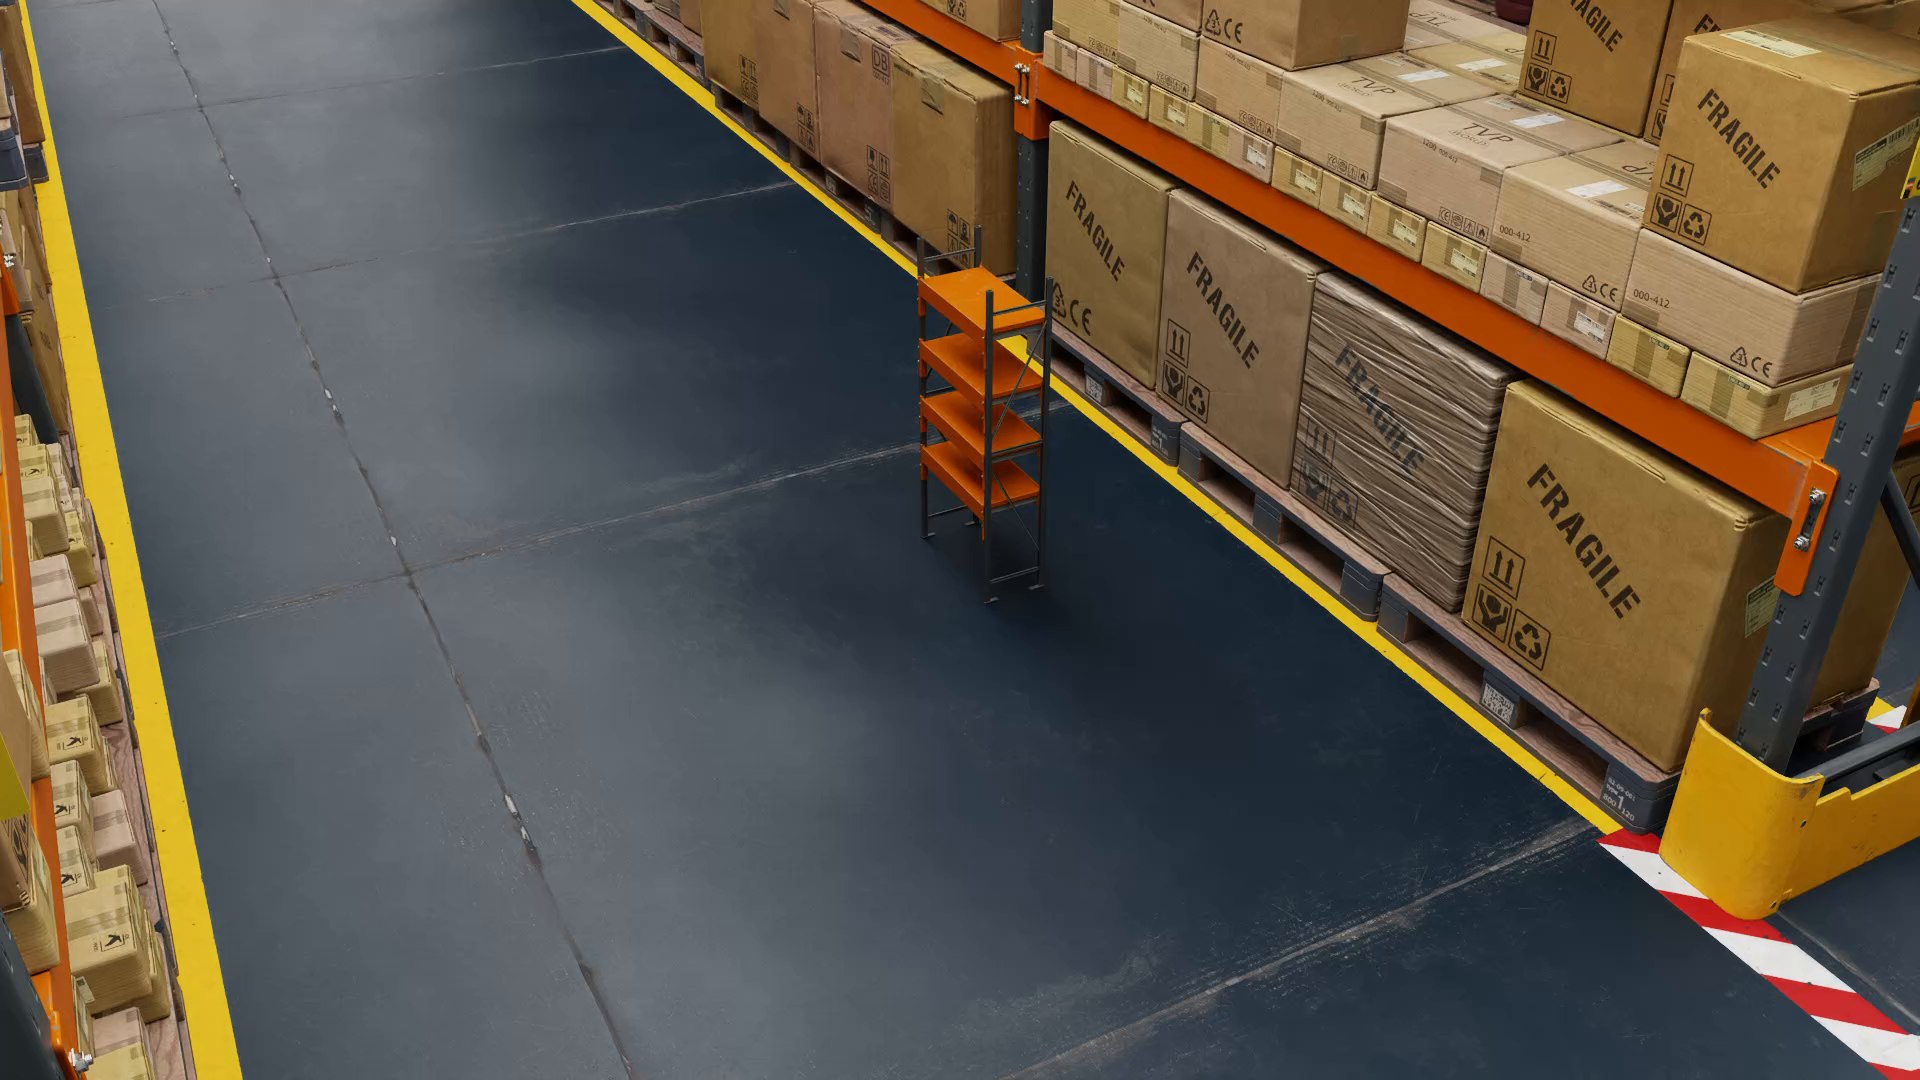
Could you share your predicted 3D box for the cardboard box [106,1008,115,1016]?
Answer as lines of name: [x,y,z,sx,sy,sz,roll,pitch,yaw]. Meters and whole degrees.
cardboard box: [-2.123,1.235,3.796,0.380,0.149,0.250,-15,36,-23]

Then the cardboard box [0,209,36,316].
cardboard box: [-3.821,-1.005,6.271,0.500,0.250,0.500,-18,37,-25]

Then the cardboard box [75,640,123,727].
cardboard box: [-2.743,0.473,4.985,0.380,0.149,0.250,-16,36,-23]

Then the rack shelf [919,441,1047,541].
rack shelf: [0.077,-0.202,5.946,0.258,0.148,0.480,-16,36,-23]

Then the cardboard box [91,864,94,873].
cardboard box: [-2.364,0.855,4.113,0.380,0.149,0.250,-18,37,-25]

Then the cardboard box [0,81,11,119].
cardboard box: [-3.487,-1.521,5.687,0.380,0.149,0.250,-18,37,-25]

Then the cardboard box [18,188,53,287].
cardboard box: [-4.537,-1.434,7.636,0.500,0.500,0.500,-18,37,-25]

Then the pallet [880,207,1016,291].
pallet: [0.298,-1.521,8.428,1.003,0.211,1.213,-16,36,-23]

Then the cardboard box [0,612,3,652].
cardboard box: [-2.082,0.063,3.003,0.500,0.500,0.500,-16,36,-23]

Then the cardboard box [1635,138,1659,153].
cardboard box: [2.357,-1.042,4.959,0.500,0.250,0.500,-16,36,-24]

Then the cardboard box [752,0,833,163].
cardboard box: [-0.428,-2.775,9.381,1.225,0.875,0.875,-16,36,-23]

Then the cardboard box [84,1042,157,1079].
cardboard box: [-1.789,1.200,3.298,0.380,0.149,0.250,-18,37,-25]

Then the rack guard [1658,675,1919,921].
rack guard: [2.601,0.627,4.807,1.175,0.500,0.348,-16,36,-23]

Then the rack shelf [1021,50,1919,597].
rack shelf: [1.657,-1.088,5.835,1.077,0.370,4.000,-16,36,-23]

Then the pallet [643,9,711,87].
pallet: [-1.503,-3.454,11.445,1.003,0.211,1.213,-16,36,-23]

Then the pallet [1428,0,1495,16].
pallet: [3.646,-3.960,12.236,1.003,0.211,1.213,-16,36,-23]

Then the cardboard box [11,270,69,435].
cardboard box: [-3.820,-0.690,6.474,0.500,0.500,0.500,-14,35,-21]

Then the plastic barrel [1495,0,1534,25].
plastic barrel: [4.011,-3.894,11.393,0.600,0.588,0.708,-16,36,-23]

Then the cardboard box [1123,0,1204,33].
cardboard box: [0.945,-2.194,6.061,0.500,0.500,0.500,-16,36,-23]

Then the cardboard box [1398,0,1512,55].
cardboard box: [1.644,-1.773,6.100,0.500,0.250,0.500,-15,36,-22]

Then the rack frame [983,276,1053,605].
rack frame: [0.191,-0.310,5.621,0.240,1.200,0.015,-16,36,-23]

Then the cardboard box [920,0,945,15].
cardboard box: [0.041,-2.780,7.716,0.500,0.500,0.500,-15,35,-22]

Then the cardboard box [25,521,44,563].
cardboard box: [-2.985,0.104,5.010,0.380,0.149,0.250,-15,35,-22]

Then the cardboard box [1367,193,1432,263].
cardboard box: [1.534,-1.029,5.308,0.380,0.149,0.250,-16,36,-23]

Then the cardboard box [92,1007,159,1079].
cardboard box: [-1.940,1.202,3.572,0.380,0.149,0.250,-16,36,-23]

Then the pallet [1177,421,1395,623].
pallet: [1.583,-0.206,6.376,1.003,0.211,1.213,-16,36,-23]

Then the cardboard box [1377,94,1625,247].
cardboard box: [1.656,-1.148,5.125,0.500,0.250,0.500,-17,36,-25]

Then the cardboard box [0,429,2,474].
cardboard box: [-2.577,-0.235,4.069,0.380,0.149,0.250,-15,36,-22]

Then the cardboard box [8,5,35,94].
cardboard box: [-6.190,-3.014,9.870,1.050,0.750,0.750,-15,36,-22]

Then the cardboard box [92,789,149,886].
cardboard box: [-2.387,0.846,4.402,0.380,0.149,0.250,-18,37,-25]

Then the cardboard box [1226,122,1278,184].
cardboard box: [1.173,-1.396,5.882,0.380,0.149,0.250,-15,36,-23]

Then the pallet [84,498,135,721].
pallet: [-3.366,0.340,5.524,1.003,0.211,1.213,-16,36,-23]

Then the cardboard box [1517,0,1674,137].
cardboard box: [2.125,-1.596,5.128,0.500,0.500,0.500,-17,36,-24]

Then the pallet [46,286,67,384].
pallet: [-4.647,-0.926,7.500,1.003,0.211,1.213,-16,36,-23]

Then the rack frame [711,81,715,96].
rack frame: [-1.140,-4.254,10.110,1.000,3.000,0.127,-16,36,-23]

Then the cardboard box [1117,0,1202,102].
cardboard box: [0.940,-1.879,6.265,0.500,0.250,0.500,-16,36,-23]

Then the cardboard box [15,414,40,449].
cardboard box: [-3.314,-0.269,5.591,0.380,0.149,0.250,-15,36,-22]

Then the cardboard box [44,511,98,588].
cardboard box: [-3.004,0.072,5.335,0.380,0.149,0.250,-17,36,-25]

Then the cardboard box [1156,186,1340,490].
cardboard box: [1.381,-0.863,6.397,0.875,0.875,0.875,-16,36,-23]

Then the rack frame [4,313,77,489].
rack frame: [-3.710,-1.146,5.259,1.000,3.000,0.127,-16,36,-23]

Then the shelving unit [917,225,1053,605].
shelving unit: [0.077,-0.426,5.803,0.258,1.200,0.503,-16,36,-23]

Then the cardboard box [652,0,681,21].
cardboard box: [-1.740,-3.963,11.565,0.700,0.500,0.500,-19,37,-27]

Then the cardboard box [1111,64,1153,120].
cardboard box: [0.814,-1.764,6.456,0.380,0.149,0.250,-15,35,-22]

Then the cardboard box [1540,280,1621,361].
cardboard box: [1.893,-0.662,4.736,0.380,0.149,0.250,-16,36,-23]

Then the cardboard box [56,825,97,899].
cardboard box: [-2.217,0.849,3.846,0.380,0.149,0.250,-18,37,-25]

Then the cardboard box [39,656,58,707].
cardboard box: [-2.622,0.481,4.420,0.380,0.149,0.250,-16,36,-23]
